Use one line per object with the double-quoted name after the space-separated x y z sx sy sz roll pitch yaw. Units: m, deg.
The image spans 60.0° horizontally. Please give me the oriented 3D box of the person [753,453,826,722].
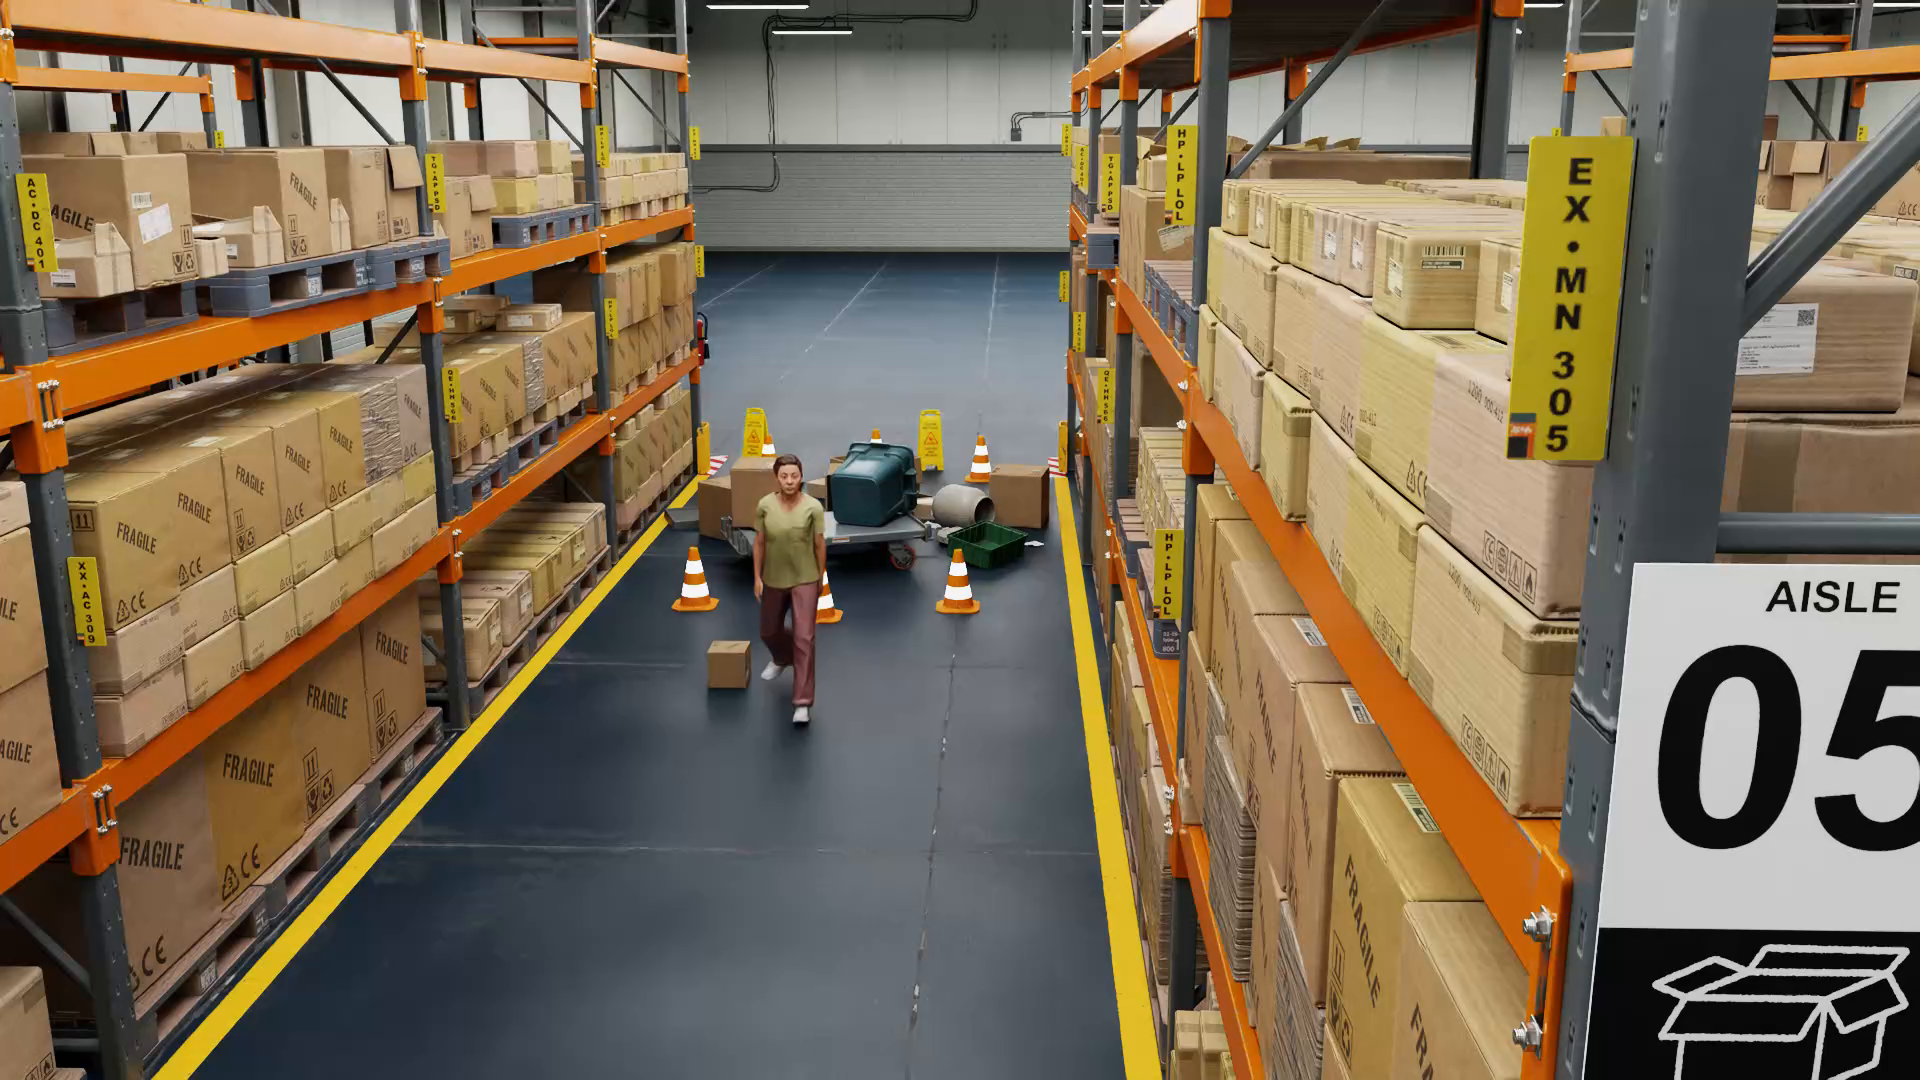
-1.087 0.249 10.481 0.513 1.652 0.873 2 14 7 "person"
